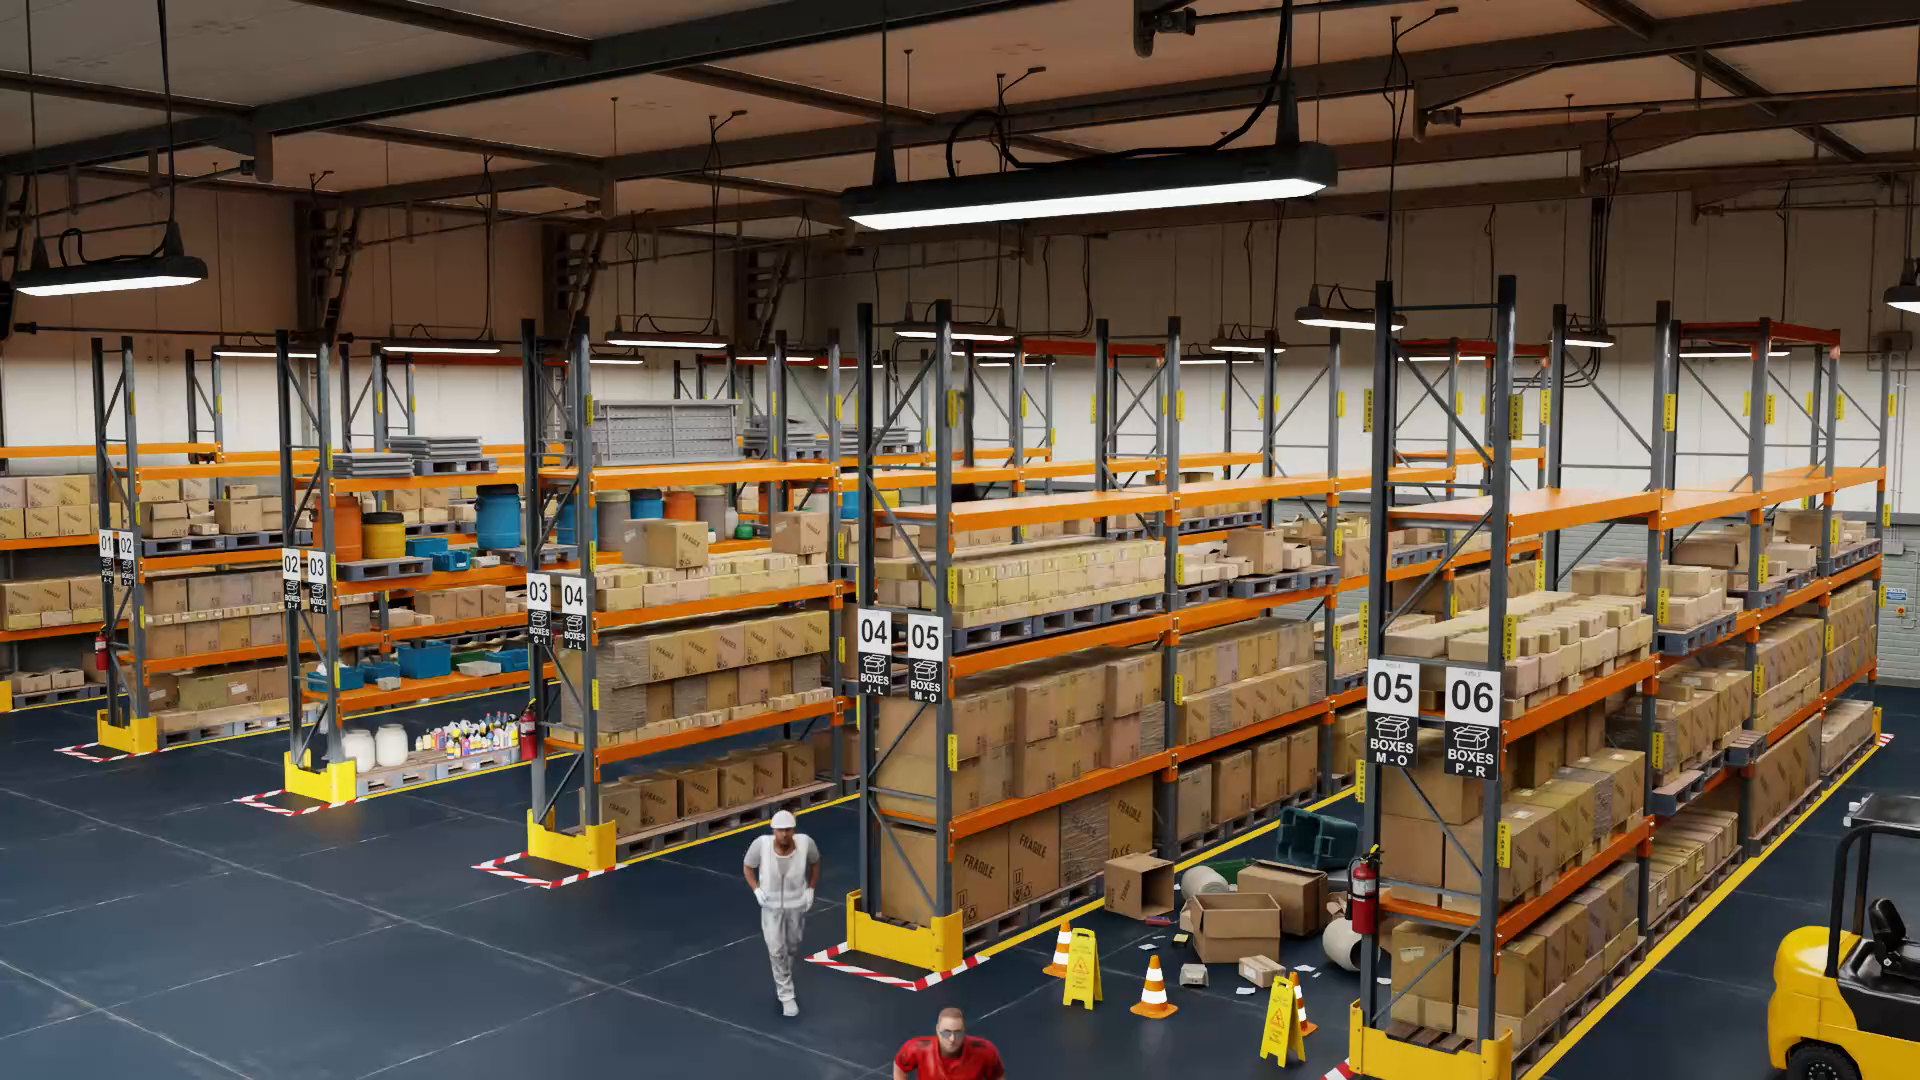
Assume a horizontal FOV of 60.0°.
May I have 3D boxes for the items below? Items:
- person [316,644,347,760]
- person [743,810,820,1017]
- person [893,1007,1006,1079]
[{"bbox_3d":[-8.927,2.282,23.683,0.609,1.648,0.611,1,5,7],"label":"person"},{"bbox_3d":[-1.517,3.085,14.177,0.654,1.726,0.890,-1,5,-6],"label":"person"},{"bbox_3d":[-0.068,3.504,9.898,0.658,1.667,0.774,-1,5,-6],"label":"person"}]
